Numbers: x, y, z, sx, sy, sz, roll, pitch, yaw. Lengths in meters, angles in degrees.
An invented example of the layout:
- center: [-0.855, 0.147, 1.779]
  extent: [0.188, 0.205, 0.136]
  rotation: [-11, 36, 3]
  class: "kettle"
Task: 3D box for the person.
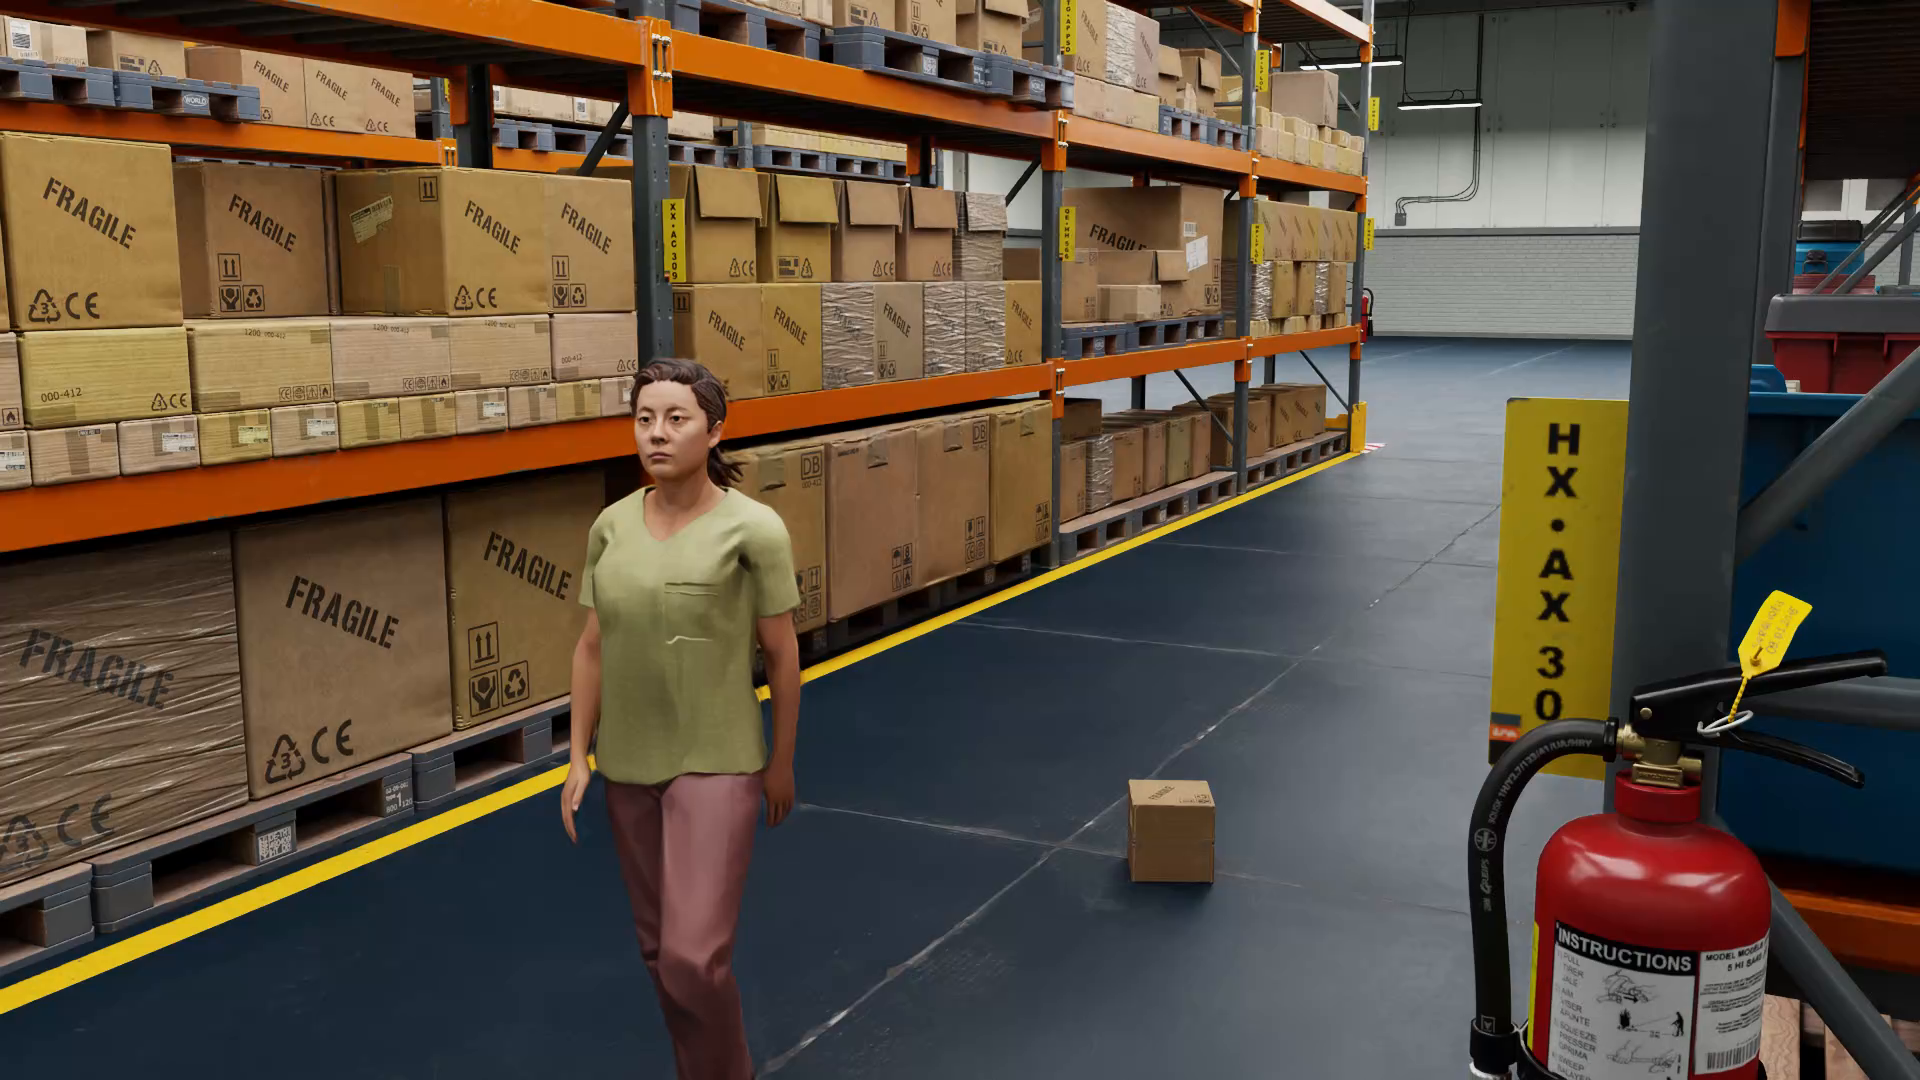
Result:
- center: [-0.569, 0.507, 3.315]
  extent: [0.446, 1.716, 0.517]
  rotation: [3, 10, 19]
  class: "person"
